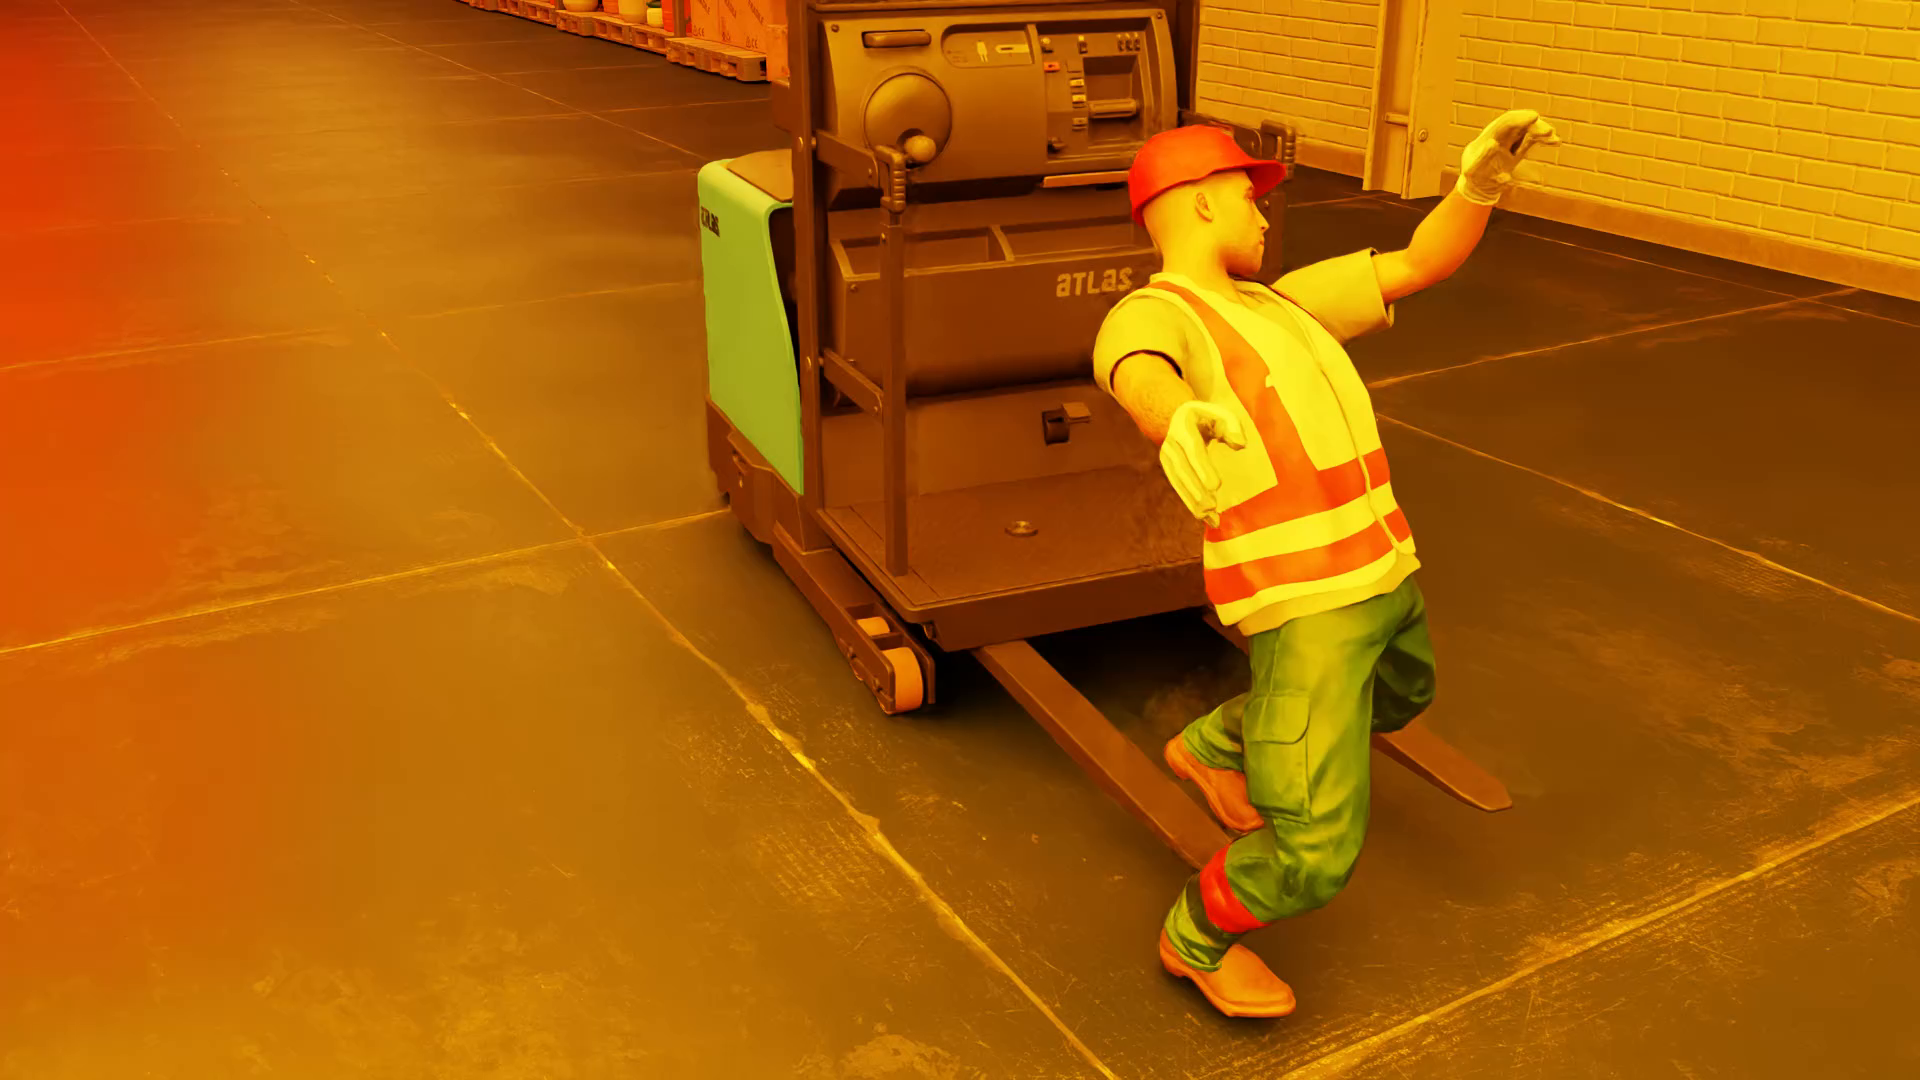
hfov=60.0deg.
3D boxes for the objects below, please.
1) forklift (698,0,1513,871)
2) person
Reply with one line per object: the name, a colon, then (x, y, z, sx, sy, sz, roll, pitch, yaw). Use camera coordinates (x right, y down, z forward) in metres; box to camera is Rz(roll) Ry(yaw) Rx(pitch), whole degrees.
forklift: (0.201, -1.109, 3.977, 1.130, 2.935, 3.031, -9, 24, -21)
person: (0.471, 0.089, 2.779, 0.725, 1.568, 1.105, 12, 25, 27)
